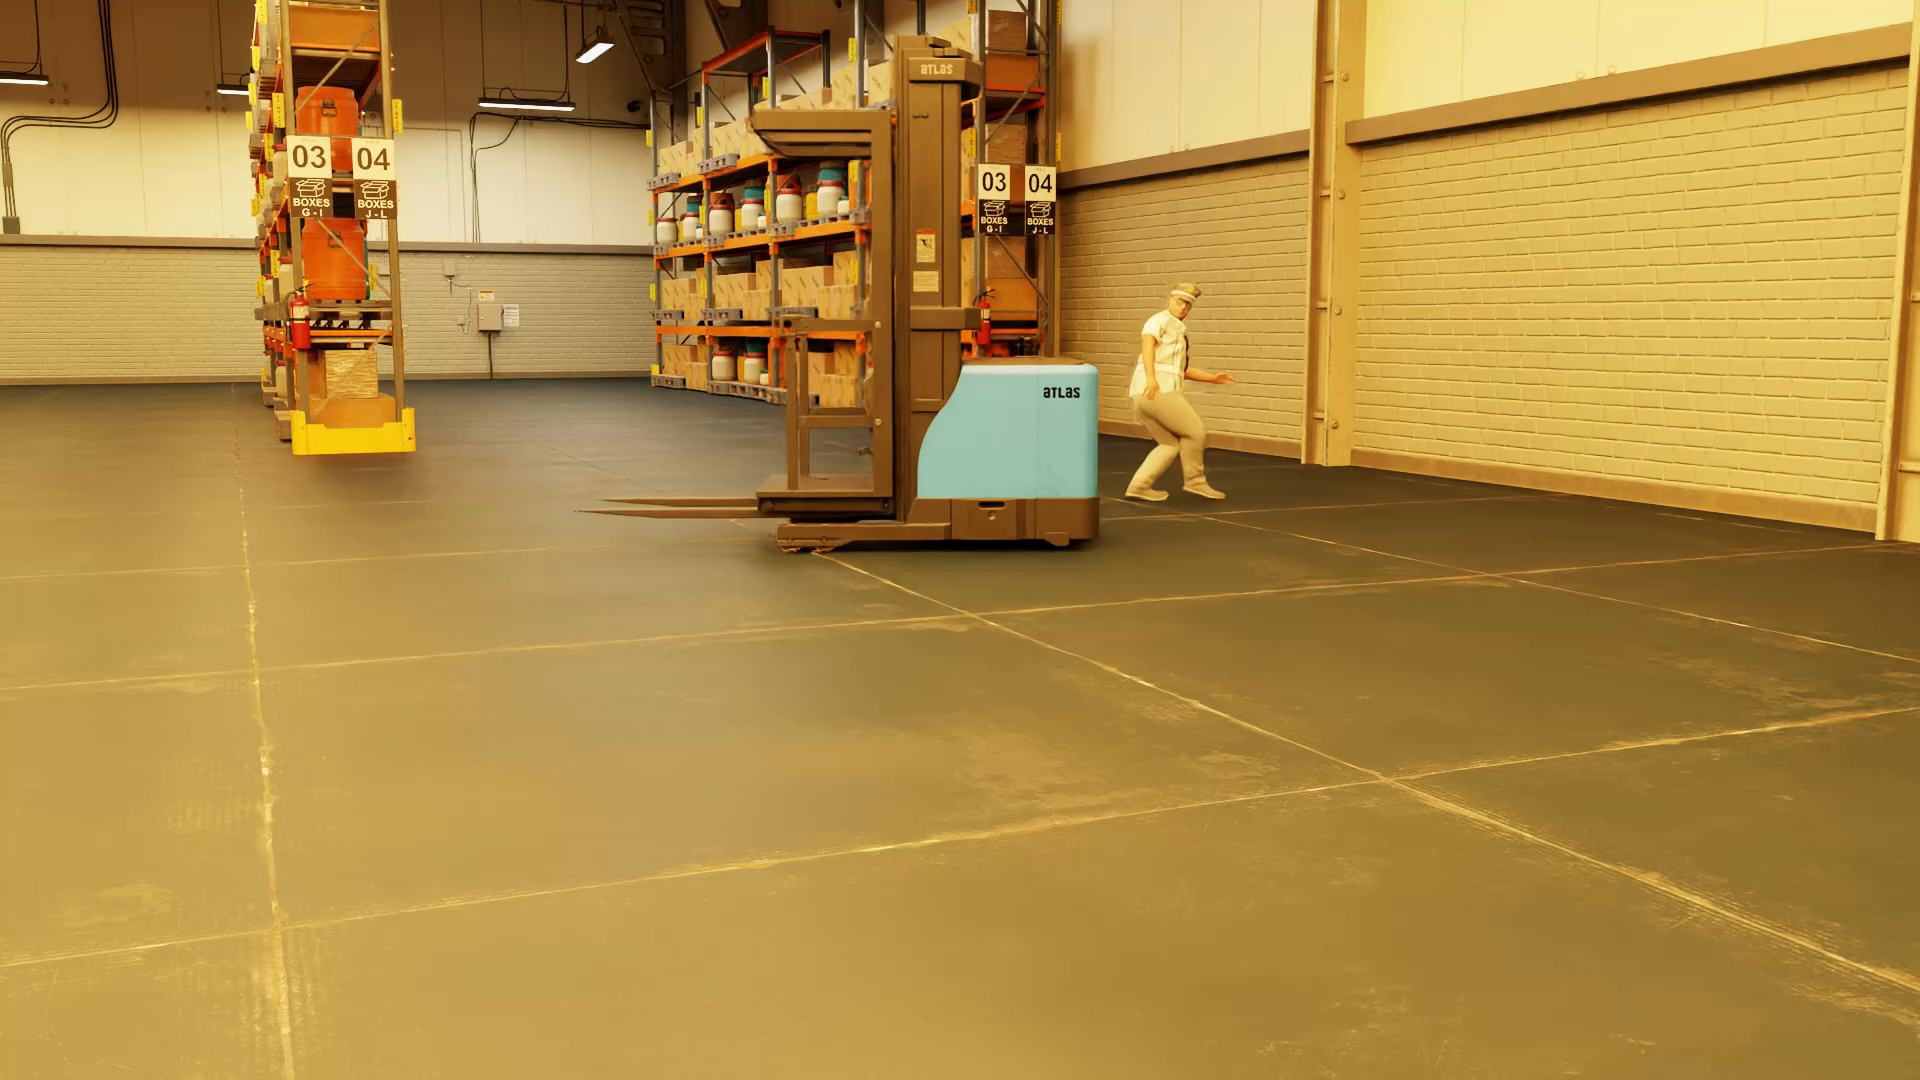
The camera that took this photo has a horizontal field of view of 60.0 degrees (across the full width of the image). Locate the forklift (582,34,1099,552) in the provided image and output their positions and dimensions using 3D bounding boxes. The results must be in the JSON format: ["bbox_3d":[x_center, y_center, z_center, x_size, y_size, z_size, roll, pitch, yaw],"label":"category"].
[{"bbox_3d":[-0.710,-1.451,9.946,3.031,2.935,1.130,0,8,-1],"label":"forklift"}]

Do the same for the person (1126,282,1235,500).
[{"bbox_3d":[1.651,-1.086,12.284,0.800,1.621,0.784,-1,8,-4],"label":"person"}]
